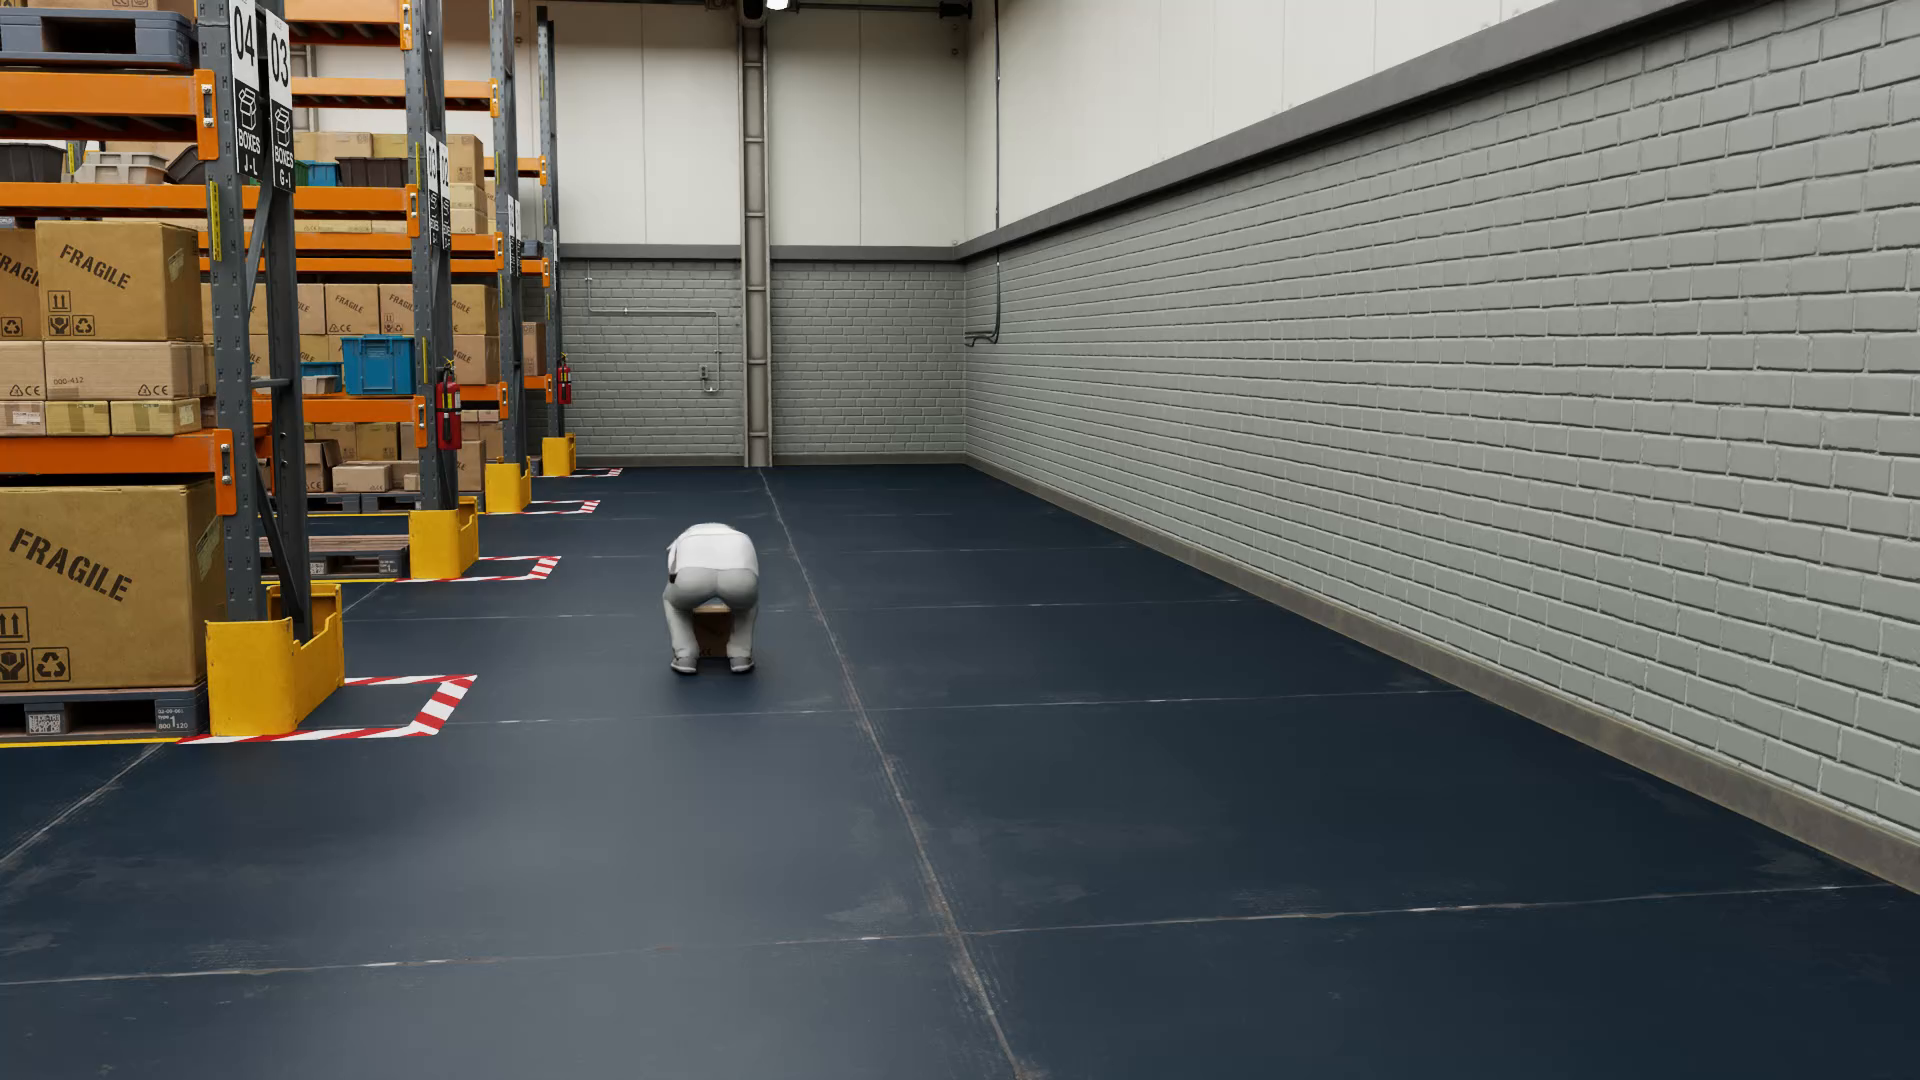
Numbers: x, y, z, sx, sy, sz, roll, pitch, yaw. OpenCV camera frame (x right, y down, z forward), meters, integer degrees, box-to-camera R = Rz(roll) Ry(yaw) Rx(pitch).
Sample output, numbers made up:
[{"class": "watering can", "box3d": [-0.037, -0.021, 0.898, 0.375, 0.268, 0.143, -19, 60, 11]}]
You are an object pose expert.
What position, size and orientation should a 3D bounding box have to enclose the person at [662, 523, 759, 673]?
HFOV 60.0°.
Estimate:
[{"class": "person", "box3d": [-1.316, 0.296, 8.794, 0.510, 0.772, 0.940, -1, 7, -10]}]
